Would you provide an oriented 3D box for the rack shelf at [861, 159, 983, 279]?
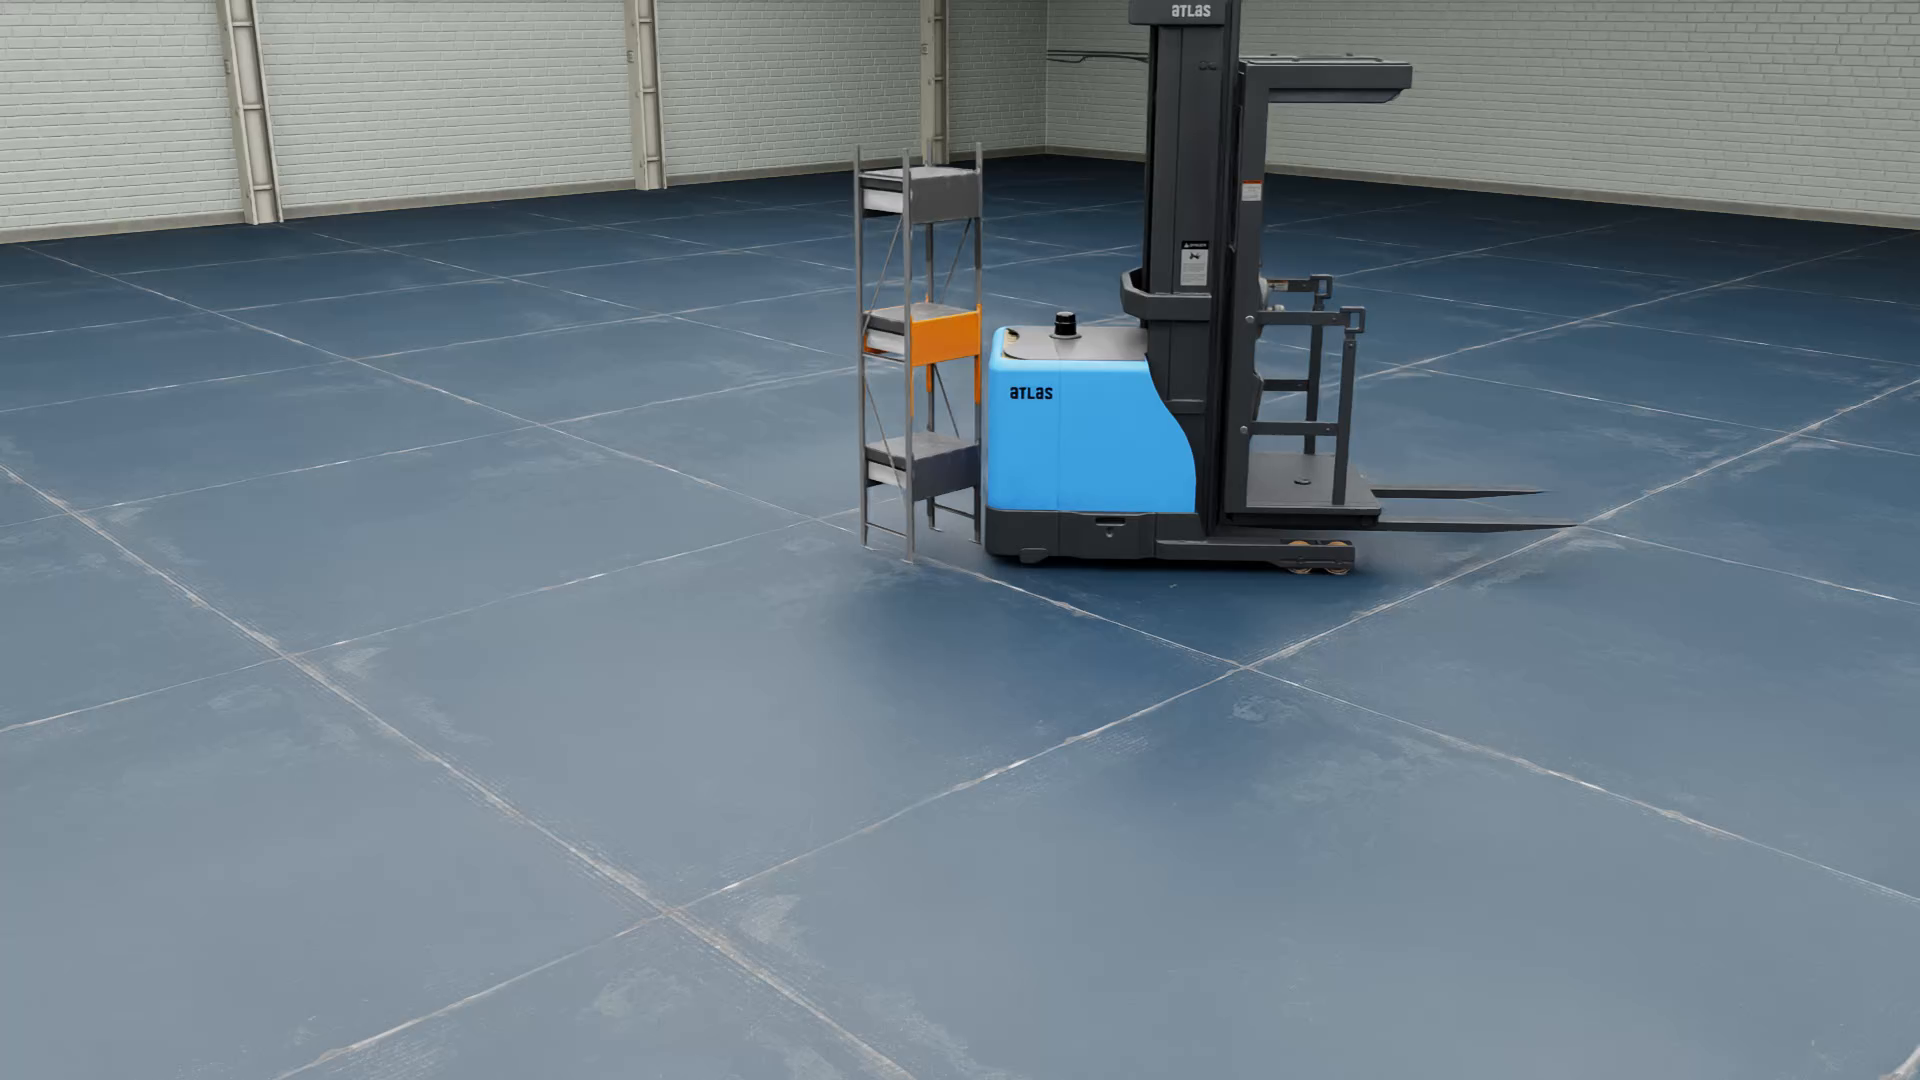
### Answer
[{"bbox_3d":[-0.207,-1.618,8.345,0.480,0.518,0.431,-16,24,-41],"label":"rack shelf"}]

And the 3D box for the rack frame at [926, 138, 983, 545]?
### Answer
[{"bbox_3d":[-0.030,-1.017,8.716,0.015,2.100,0.400,-16,24,-41],"label":"rack frame"}]

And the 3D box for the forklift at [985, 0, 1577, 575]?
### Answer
[{"bbox_3d":[1.664,-1.386,8.509,3.031,2.935,1.130,1,18,3],"label":"forklift"}]

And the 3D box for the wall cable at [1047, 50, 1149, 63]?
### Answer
[{"bbox_3d":[2.611,-9.858,29.833,0.112,2.526,3.097,-16,24,-41],"label":"wall cable"}]

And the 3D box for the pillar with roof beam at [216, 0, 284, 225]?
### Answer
[{"bbox_3d":[-6.200,-7.500,17.525,0.400,9.000,9.100,-16,24,-41],"label":"pillar with roof beam"}]

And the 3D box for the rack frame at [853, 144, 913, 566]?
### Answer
[{"bbox_3d":[-0.384,-0.913,8.396,0.015,2.100,0.400,-16,24,-41],"label":"rack frame"}]

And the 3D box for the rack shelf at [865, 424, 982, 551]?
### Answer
[{"bbox_3d":[-0.207,-0.286,8.776,0.480,0.518,0.431,-16,24,-41],"label":"rack shelf"}]

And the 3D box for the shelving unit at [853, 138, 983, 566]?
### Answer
[{"bbox_3d":[-0.207,-0.965,8.556,0.503,2.100,0.431,-16,24,-41],"label":"shelving unit"}]

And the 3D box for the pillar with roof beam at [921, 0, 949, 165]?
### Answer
[{"bbox_3d":[2.520,-10.042,25.367,0.400,9.000,9.100,-16,24,-41],"label":"pillar with roof beam"}]

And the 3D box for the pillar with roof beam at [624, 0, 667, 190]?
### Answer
[{"bbox_3d":[-1.840,-8.771,21.446,0.400,9.000,9.100,-16,24,-41],"label":"pillar with roof beam"}]

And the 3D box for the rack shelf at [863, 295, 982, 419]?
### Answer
[{"bbox_3d":[-0.207,-0.952,8.560,0.480,0.518,0.431,-16,24,-41],"label":"rack shelf"}]
